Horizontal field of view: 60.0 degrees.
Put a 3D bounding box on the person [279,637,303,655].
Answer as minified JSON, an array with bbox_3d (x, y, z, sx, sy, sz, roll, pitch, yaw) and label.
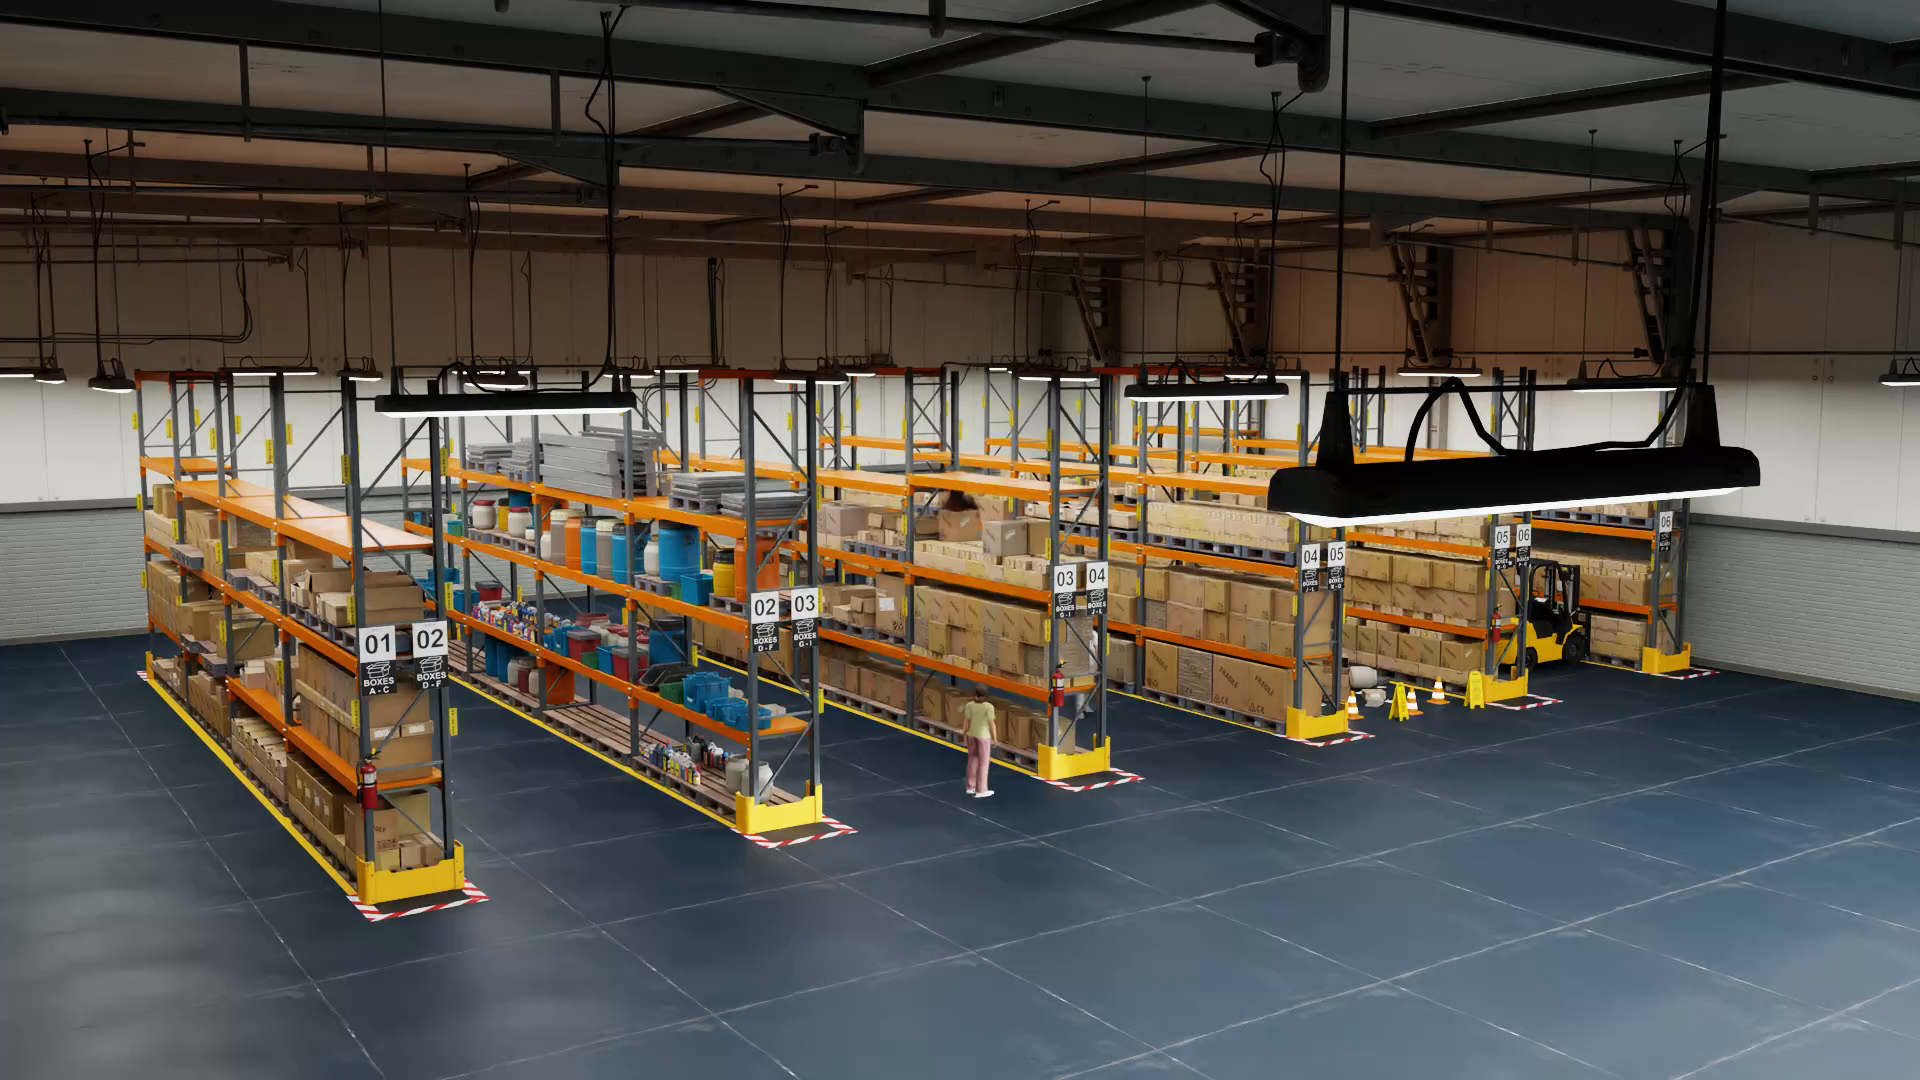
[{"bbox_3d":[-11.935,2.141,30.022,0.646,1.673,0.939,-4,8,-33],"label":"person"}]

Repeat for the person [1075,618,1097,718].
[{"bbox_3d":[2.213,2.193,29.061,0.577,1.769,0.620,-2,7,-13],"label":"person"}]

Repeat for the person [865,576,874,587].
[{"bbox_3d":[-2.479,0.524,44.227,0.476,1.692,0.703,4,7,30],"label":"person"}]

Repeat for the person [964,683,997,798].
[{"bbox_3d":[0.299,2.837,23.746,0.517,1.667,0.440,5,8,38],"label":"person"}]
